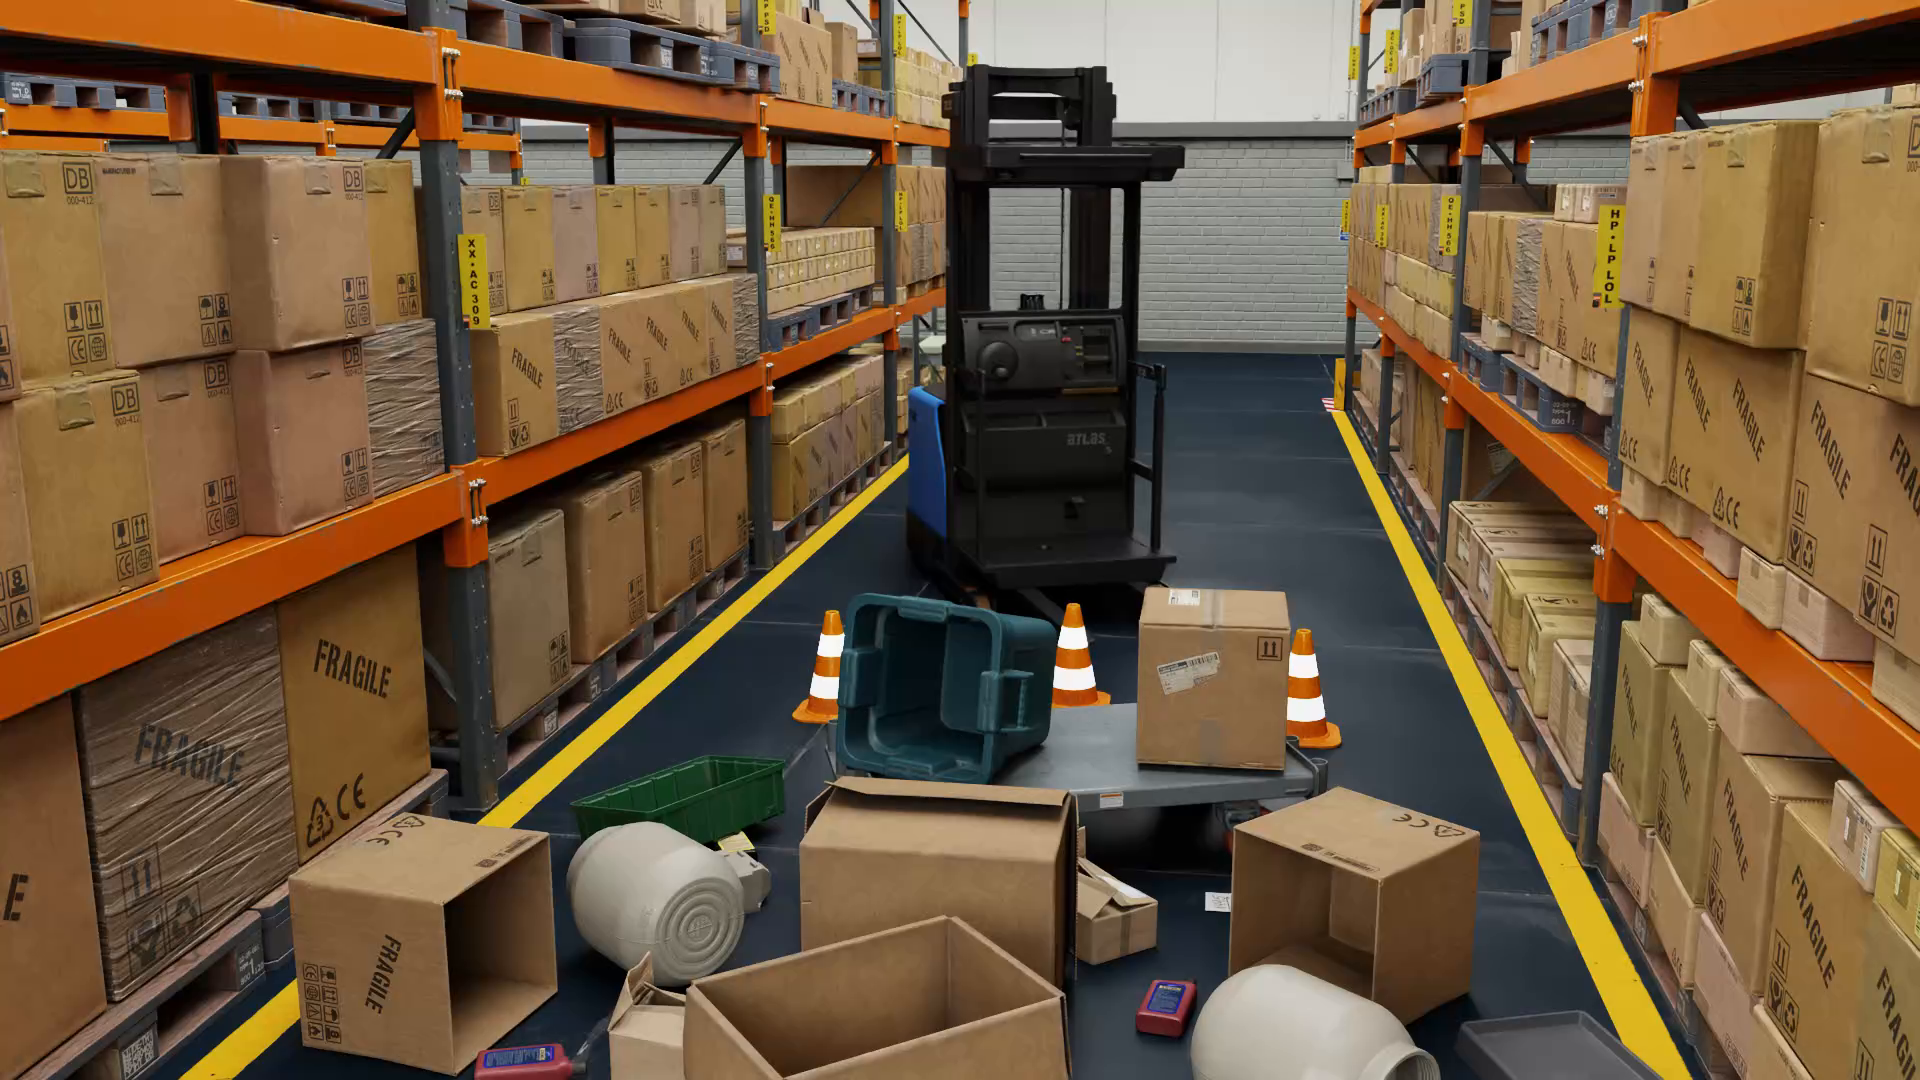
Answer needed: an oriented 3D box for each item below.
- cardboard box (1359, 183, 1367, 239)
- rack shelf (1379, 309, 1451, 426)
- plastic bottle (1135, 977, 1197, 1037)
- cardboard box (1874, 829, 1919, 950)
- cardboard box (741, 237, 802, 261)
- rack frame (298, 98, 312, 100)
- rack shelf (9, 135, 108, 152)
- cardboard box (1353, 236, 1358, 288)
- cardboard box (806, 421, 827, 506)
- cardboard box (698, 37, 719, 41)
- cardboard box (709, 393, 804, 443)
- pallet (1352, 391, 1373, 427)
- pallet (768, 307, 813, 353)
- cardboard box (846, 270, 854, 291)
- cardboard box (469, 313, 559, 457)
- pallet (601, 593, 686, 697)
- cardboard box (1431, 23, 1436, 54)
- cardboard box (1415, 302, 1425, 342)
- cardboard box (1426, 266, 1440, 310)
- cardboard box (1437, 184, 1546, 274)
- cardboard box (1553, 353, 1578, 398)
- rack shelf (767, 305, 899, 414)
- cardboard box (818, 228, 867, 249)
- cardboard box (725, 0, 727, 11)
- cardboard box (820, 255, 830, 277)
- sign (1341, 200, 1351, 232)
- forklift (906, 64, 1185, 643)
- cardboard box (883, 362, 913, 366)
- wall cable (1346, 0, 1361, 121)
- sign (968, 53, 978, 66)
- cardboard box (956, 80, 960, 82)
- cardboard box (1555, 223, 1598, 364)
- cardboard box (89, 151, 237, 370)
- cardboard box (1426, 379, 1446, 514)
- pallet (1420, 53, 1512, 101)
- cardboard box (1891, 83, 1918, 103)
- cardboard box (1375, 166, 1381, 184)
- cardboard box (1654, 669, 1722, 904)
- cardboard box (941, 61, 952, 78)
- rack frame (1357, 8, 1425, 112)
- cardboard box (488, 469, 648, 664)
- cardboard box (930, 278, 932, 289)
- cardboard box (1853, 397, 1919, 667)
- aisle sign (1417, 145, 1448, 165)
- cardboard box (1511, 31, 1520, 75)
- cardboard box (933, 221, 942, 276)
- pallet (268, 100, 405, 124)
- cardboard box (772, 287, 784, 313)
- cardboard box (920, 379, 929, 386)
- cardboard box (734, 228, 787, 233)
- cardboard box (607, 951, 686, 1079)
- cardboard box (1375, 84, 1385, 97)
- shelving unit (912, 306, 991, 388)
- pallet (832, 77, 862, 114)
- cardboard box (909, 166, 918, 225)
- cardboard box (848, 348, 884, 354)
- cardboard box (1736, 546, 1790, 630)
[{"bbox_3d":[3.993,-3.057,15.447,0.500,0.500,0.500,2,12,8],"label":"cardboard box"},{"bbox_3d":[3.570,-1.225,11.263,1.077,0.370,4.000,2,12,9],"label":"rack shelf"},{"bbox_3d":[0.595,1.317,4.737,0.133,0.061,0.283,4,13,18],"label":"plastic bottle"},{"bbox_3d":[1.929,0.655,3.046,0.380,0.149,0.250,2,12,10],"label":"cardboard box"},{"bbox_3d":[-1.260,-1.924,10.991,0.380,0.149,0.250,1,12,6],"label":"cardboard box"},{"bbox_3d":[-5.915,-5.246,13.977,1.000,3.000,0.127,2,12,9],"label":"rack frame"},{"bbox_3d":[-10.501,-4.005,17.045,1.077,0.370,4.000,2,12,9],"label":"rack shelf"},{"bbox_3d":[4.085,-2.677,16.059,0.500,0.500,0.500,2,12,8],"label":"cardboard box"},{"bbox_3d":[-1.210,-0.526,11.252,0.500,0.500,0.500,2,12,9],"label":"cardboard box"},{"bbox_3d":[-1.519,-2.774,8.944,0.380,0.166,0.250,2,12,9],"label":"cardboard box"},{"bbox_3d":[-1.299,-0.785,10.672,0.500,0.250,0.500,1,12,6],"label":"cardboard box"},{"bbox_3d":[4.447,-1.293,16.492,1.003,0.211,1.213,2,12,9],"label":"pallet"},{"bbox_3d":[-1.640,-1.357,10.626,1.213,0.211,1.003,2,12,9],"label":"pallet"},{"bbox_3d":[-1.013,-1.967,12.601,0.380,0.149,0.250,1,12,6],"label":"cardboard box"},{"bbox_3d":[-1.913,-0.616,6.495,0.500,0.500,0.500,2,12,9],"label":"cardboard box"},{"bbox_3d":[-2.030,0.479,8.270,1.003,0.211,1.213,2,12,9],"label":"pallet"},{"bbox_3d":[3.128,-3.064,10.292,0.396,0.266,0.258,2,12,7],"label":"cardboard box"},{"bbox_3d":[3.240,-1.411,10.778,0.500,0.250,0.500,2,12,8],"label":"cardboard box"},{"bbox_3d":[3.161,-1.547,10.220,0.500,0.250,0.500,2,12,7],"label":"cardboard box"},{"bbox_3d":[3.083,-1.814,9.678,0.500,0.500,0.500,2,12,7],"label":"cardboard box"},{"bbox_3d":[2.516,-0.635,6.419,0.380,0.149,0.250,2,12,8],"label":"cardboard box"},{"bbox_3d":[-1.337,-1.364,11.909,1.077,0.370,4.000,2,12,9],"label":"rack shelf"},{"bbox_3d":[-0.939,-2.359,13.008,0.380,0.149,0.250,2,12,7],"label":"cardboard box"},{"bbox_3d":[-1.661,-3.550,11.170,0.396,0.266,0.258,2,12,9],"label":"cardboard box"},{"bbox_3d":[-1.137,-1.946,11.795,0.380,0.149,0.250,2,12,11],"label":"cardboard box"},{"bbox_3d":[3.945,-3.306,16.972,0.100,0.325,0.005,2,12,9],"label":"sign"},{"bbox_3d":[0.522,-1.066,8.985,1.130,2.935,3.031,-3,13,-14],"label":"forklift"},{"bbox_3d":[-0.583,-1.574,15.534,0.380,0.149,0.250,1,12,6],"label":"cardboard box"},{"bbox_3d":[5.089,-6.951,21.887,0.463,3.000,0.029,2,12,9],"label":"wall cable"},{"bbox_3d":[0.131,-4.842,17.117,0.100,0.325,0.005,2,12,9],"label":"sign"},{"bbox_3d":[-0.234,-4.498,16.793,0.500,0.250,0.500,1,12,7],"label":"cardboard box"},{"bbox_3d":[2.566,-0.934,6.265,0.500,0.500,0.500,2,12,9],"label":"cardboard box"},{"bbox_3d":[-2.539,-0.766,4.508,0.875,0.550,0.550,2,12,9],"label":"cardboard box"},{"bbox_3d":[3.592,-0.653,10.950,0.875,0.875,0.875,2,12,9],"label":"cardboard box"},{"bbox_3d":[3.309,-2.670,9.589,1.213,0.211,1.003,2,12,11],"label":"pallet"},{"bbox_3d":[9.059,-4.120,15.521,0.500,0.250,0.500,2,12,8],"label":"cardboard box"},{"bbox_3d":[3.892,-3.237,14.745,0.380,0.149,0.250,2,12,9],"label":"cardboard box"},{"bbox_3d":[2.219,0.671,4.510,0.500,0.500,0.500,2,12,11],"label":"cardboard box"},{"bbox_3d":[-0.282,-4.558,16.126,0.380,0.149,0.250,2,12,10],"label":"cardboard box"},{"bbox_3d":[4.493,-5.758,16.351,1.000,3.000,0.127,2,12,9],"label":"rack frame"},{"bbox_3d":[-2.101,0.095,7.775,1.050,0.750,0.750,2,12,9],"label":"cardboard box"},{"bbox_3d":[-0.470,-2.499,16.067,0.380,0.149,0.250,1,12,6],"label":"cardboard box"},{"bbox_3d":[2.005,-0.019,3.017,0.500,0.500,0.500,2,12,8],"label":"cardboard box"},{"bbox_3d":[4.810,-4.101,16.732,0.394,0.787,0.004,2,12,9],"label":"aisle sign"},{"bbox_3d":[3.007,-2.447,8.428,0.396,0.266,0.258,2,12,9],"label":"cardboard box"},{"bbox_3d":[-0.469,-2.741,15.647,0.500,0.500,0.500,3,12,11],"label":"cardboard box"},{"bbox_3d":[-5.779,-3.907,15.091,1.003,0.211,1.213,2,12,9],"label":"pallet"},{"bbox_3d":[-1.335,-1.524,10.545,0.380,0.149,0.250,2,12,11],"label":"cardboard box"},{"bbox_3d":[-0.494,-1.425,15.548,0.380,0.149,0.250,2,12,8],"label":"cardboard box"},{"bbox_3d":[-1.581,-2.380,13.103,0.380,0.149,0.250,2,12,10],"label":"cardboard box"},{"bbox_3d":[-0.704,1.287,4.389,0.396,0.266,0.258,4,13,18],"label":"cardboard box"},{"bbox_3d":[4.098,-4.204,15.622,0.380,0.149,0.250,2,12,11],"label":"cardboard box"},{"bbox_3d":[-0.043,-0.762,10.969,0.431,1.500,0.755,2,12,8],"label":"shelving unit"},{"bbox_3d":[-1.386,-3.165,11.887,1.213,0.211,1.003,2,12,9],"label":"pallet"},{"bbox_3d":[-0.654,-3.009,14.520,0.500,0.500,0.500,2,12,7],"label":"cardboard box"},{"bbox_3d":[-0.919,-1.859,16.859,0.380,0.149,0.250,2,12,8],"label":"cardboard box"},{"bbox_3d":[2.076,0.117,3.928,0.380,0.149,0.250,2,12,9],"label":"cardboard box"}]
